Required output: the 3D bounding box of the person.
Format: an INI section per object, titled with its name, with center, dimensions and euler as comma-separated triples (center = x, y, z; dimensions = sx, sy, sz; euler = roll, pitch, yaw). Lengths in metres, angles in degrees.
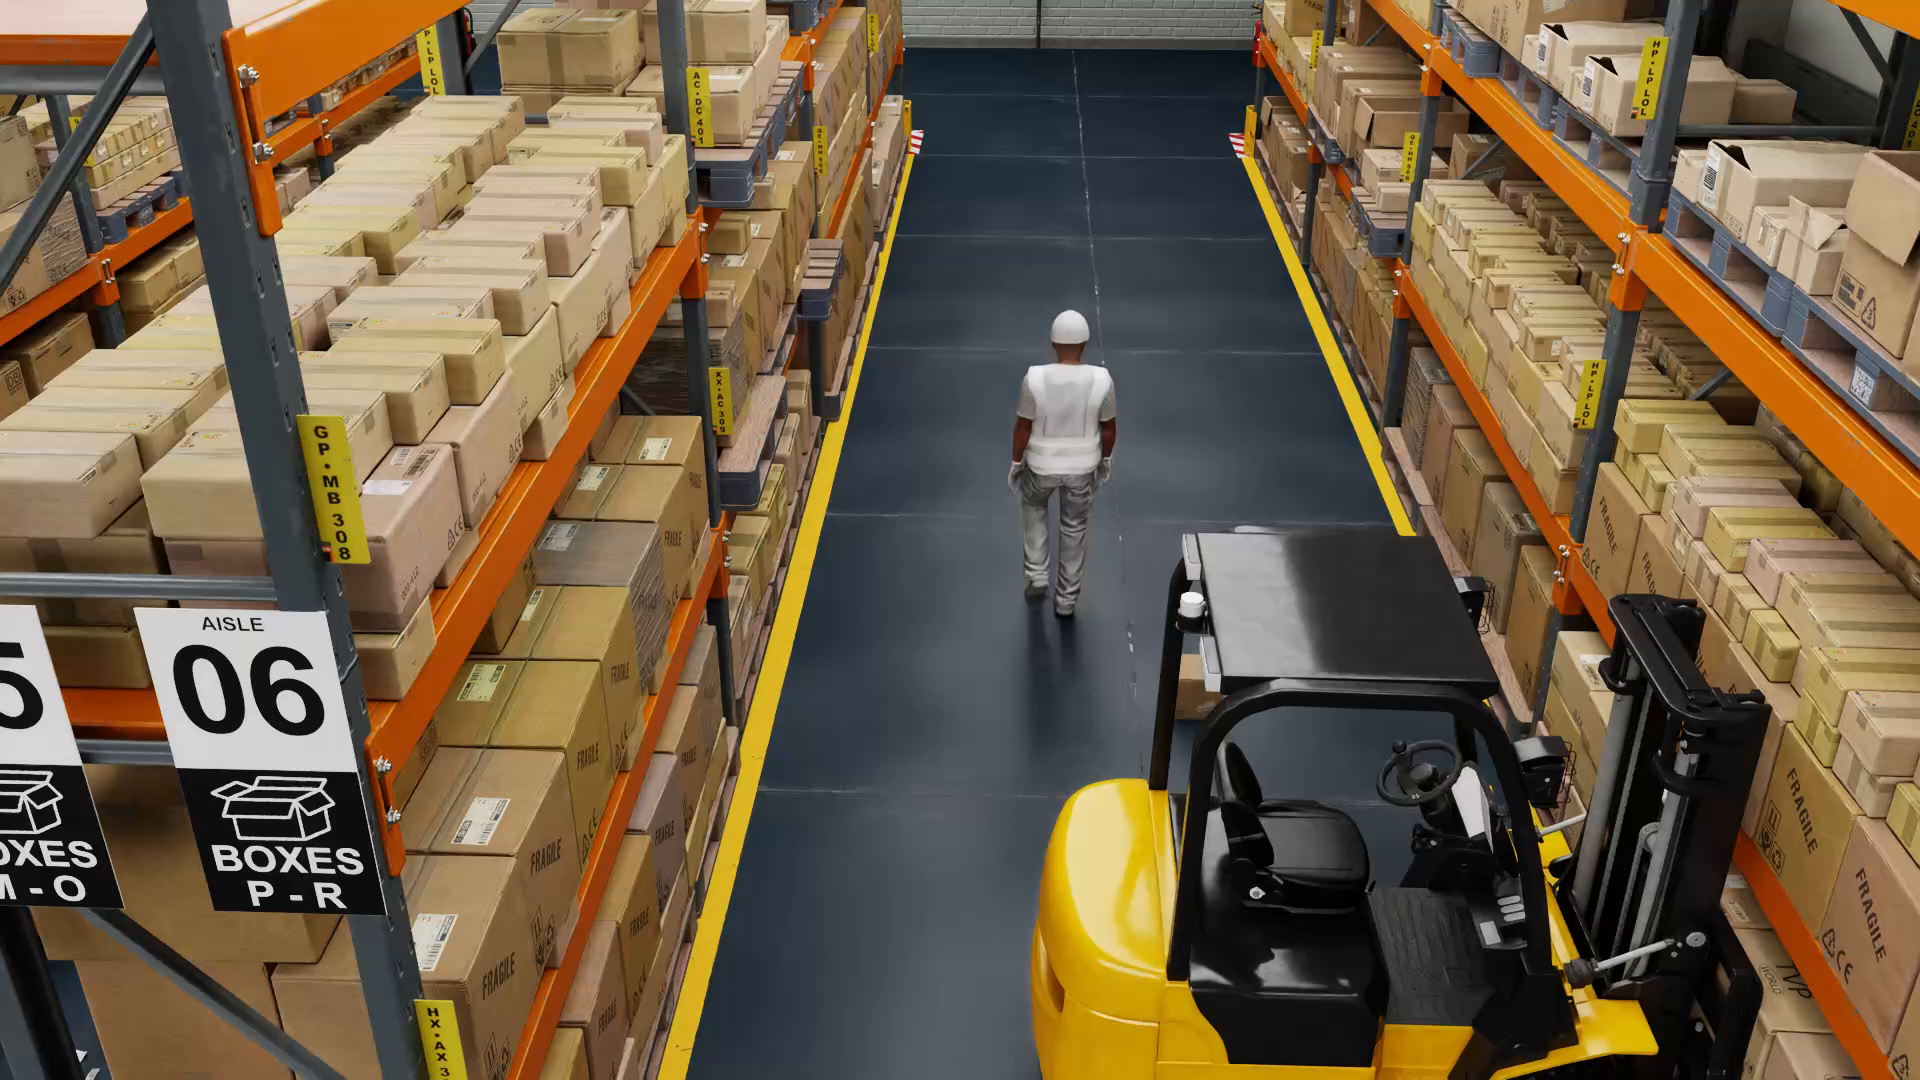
[person]
center = 0.574, -0.428, 9.414
dimensions = 0.599, 1.829, 0.469
euler = 1, 28, 2
